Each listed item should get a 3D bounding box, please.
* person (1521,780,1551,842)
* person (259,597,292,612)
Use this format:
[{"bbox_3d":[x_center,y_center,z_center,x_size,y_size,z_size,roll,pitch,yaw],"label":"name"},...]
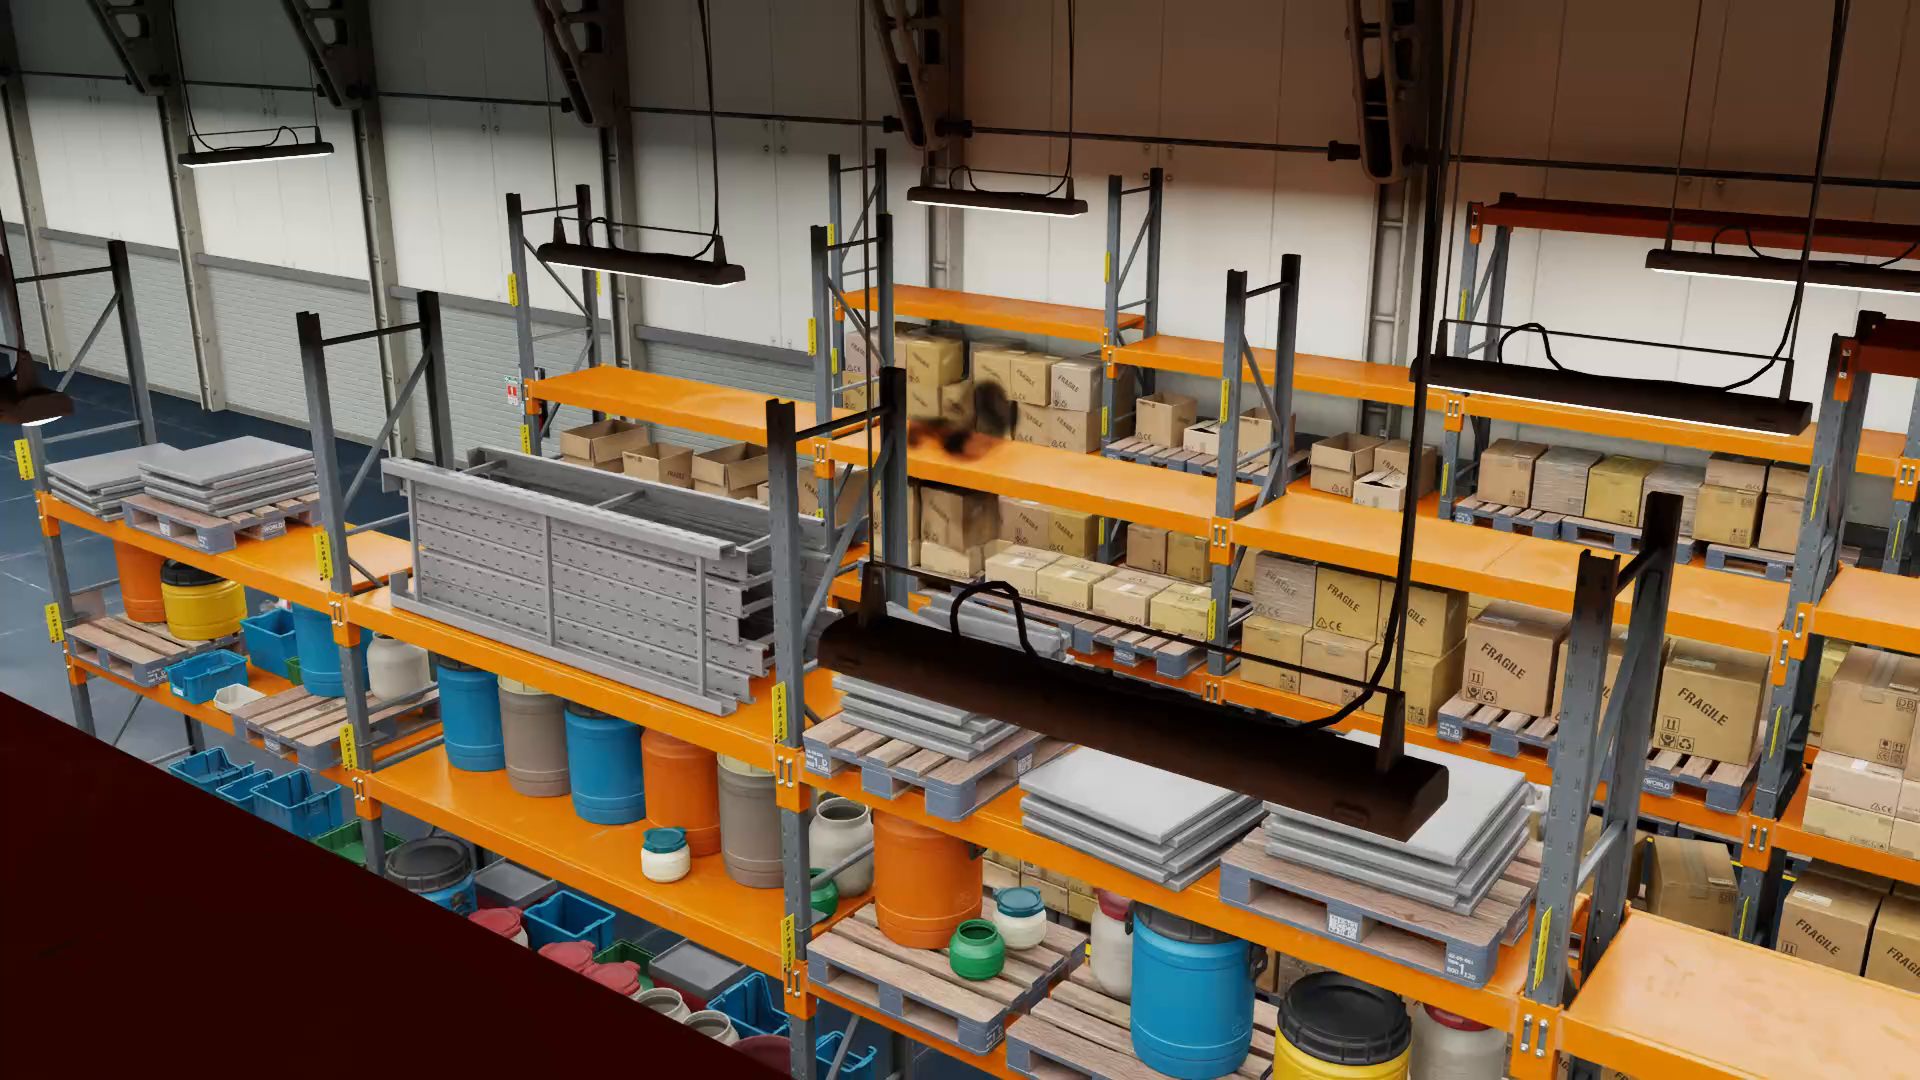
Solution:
[{"bbox_3d":[5.221,2.546,14.910,0.826,1.694,0.618,10,21,28],"label":"person"},{"bbox_3d":[-7.610,1.052,19.158,0.777,1.842,0.641,-10,21,-29],"label":"person"}]
